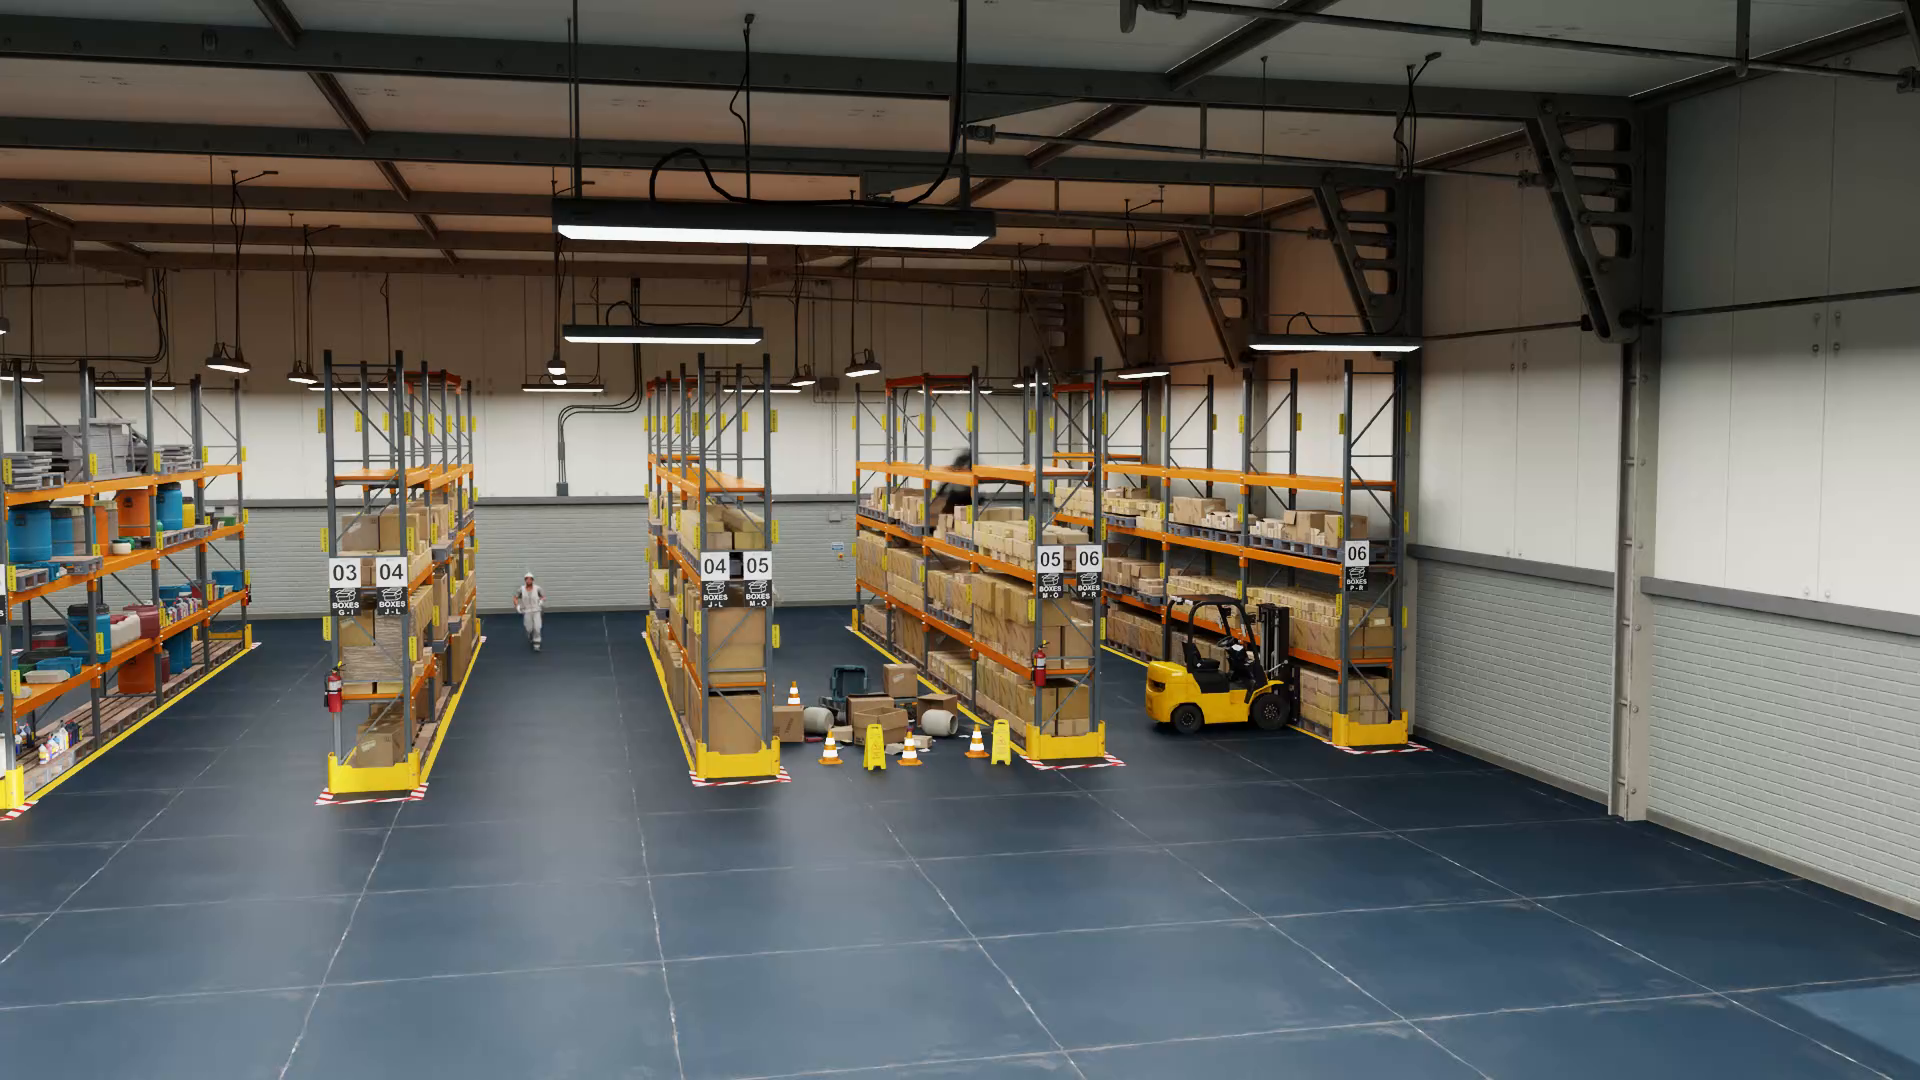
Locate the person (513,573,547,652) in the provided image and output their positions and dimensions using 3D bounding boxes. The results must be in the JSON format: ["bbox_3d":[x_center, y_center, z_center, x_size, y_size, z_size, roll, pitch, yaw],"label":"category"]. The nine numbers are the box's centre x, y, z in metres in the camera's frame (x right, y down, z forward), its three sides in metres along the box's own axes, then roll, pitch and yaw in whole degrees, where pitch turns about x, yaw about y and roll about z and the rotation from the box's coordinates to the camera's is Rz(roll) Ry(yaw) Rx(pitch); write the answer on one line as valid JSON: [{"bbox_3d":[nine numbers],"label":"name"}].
[{"bbox_3d":[-9.423,1.604,36.486,0.709,1.739,0.612,-1,4,-17],"label":"person"}]
